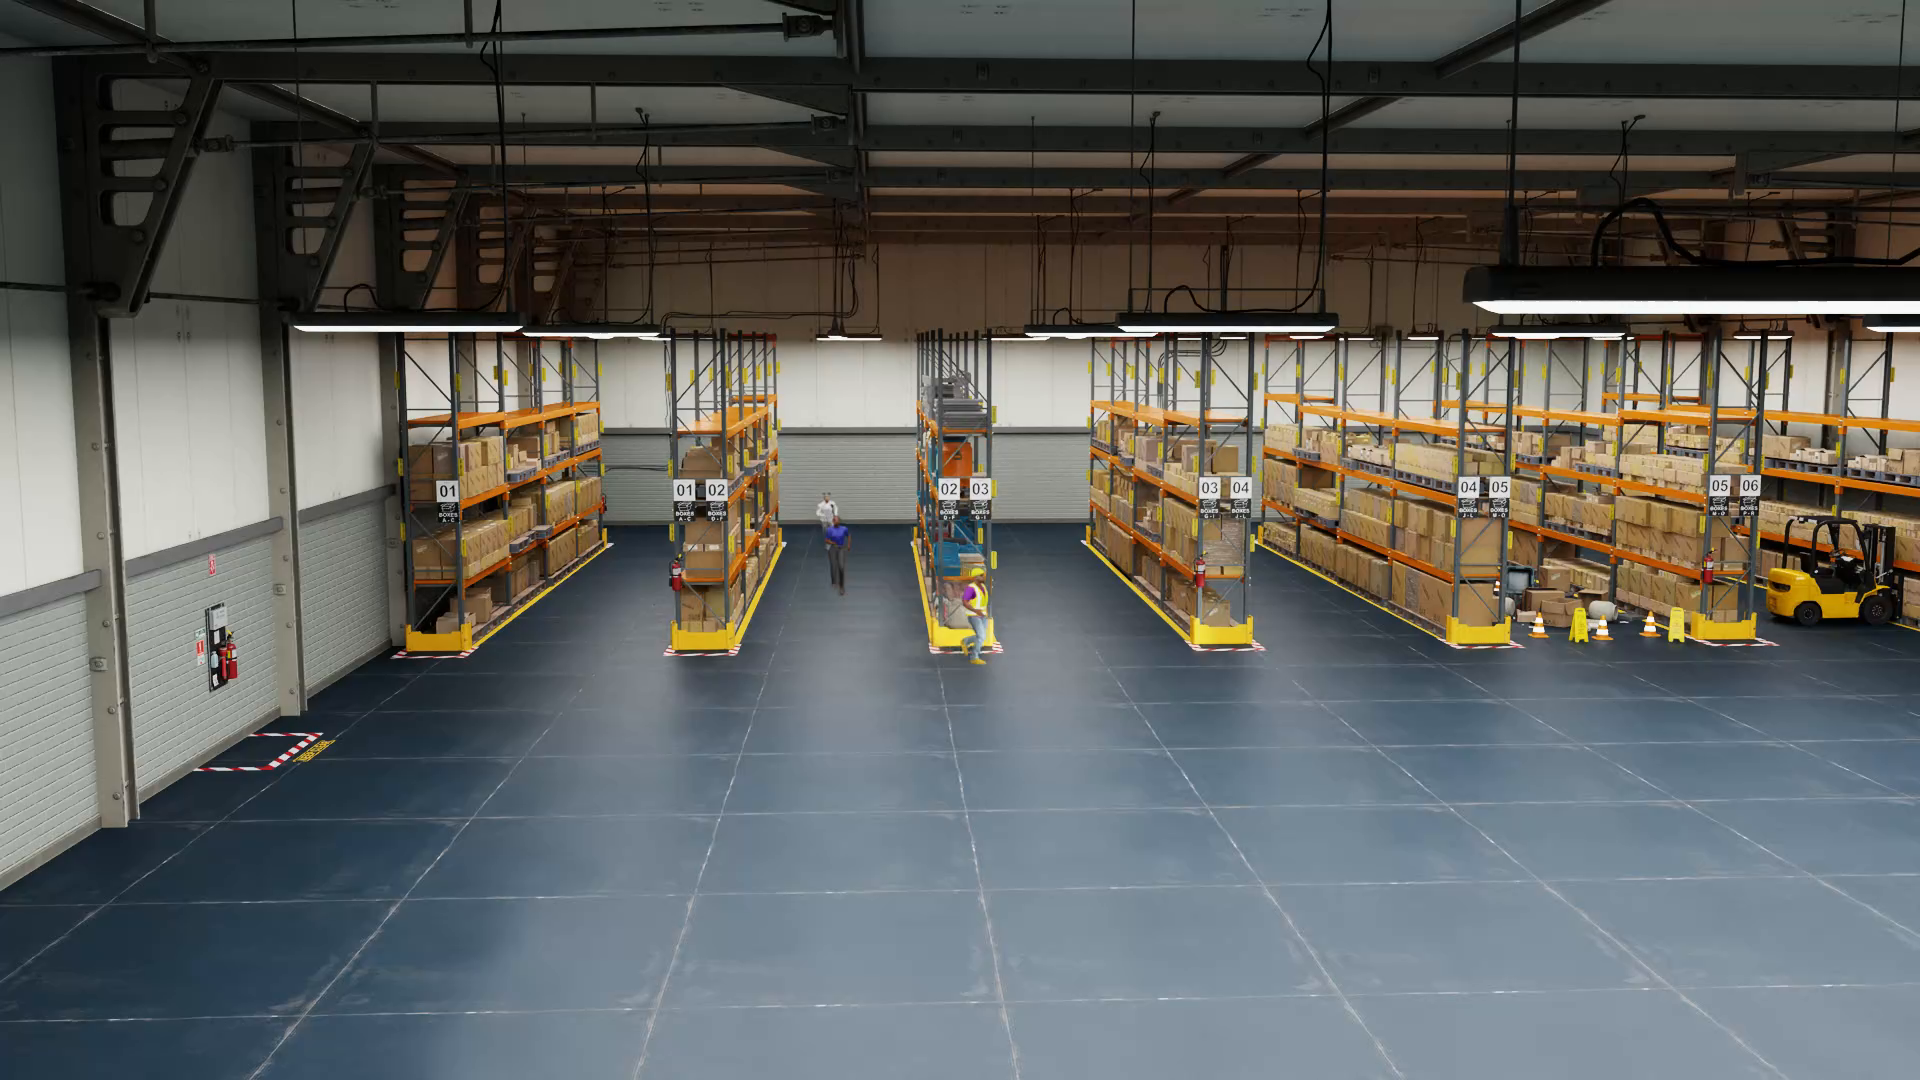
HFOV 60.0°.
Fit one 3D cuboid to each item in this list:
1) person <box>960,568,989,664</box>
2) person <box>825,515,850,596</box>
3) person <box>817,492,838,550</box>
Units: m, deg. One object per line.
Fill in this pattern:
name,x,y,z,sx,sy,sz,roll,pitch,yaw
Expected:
person,0.263,1.356,29.969,0.631,1.728,0.748,4,8,30
person,-2.690,0.332,36.665,0.589,1.770,0.705,-1,7,-9
person,-3.642,-0.480,45.657,0.588,1.713,0.896,-1,7,-6
